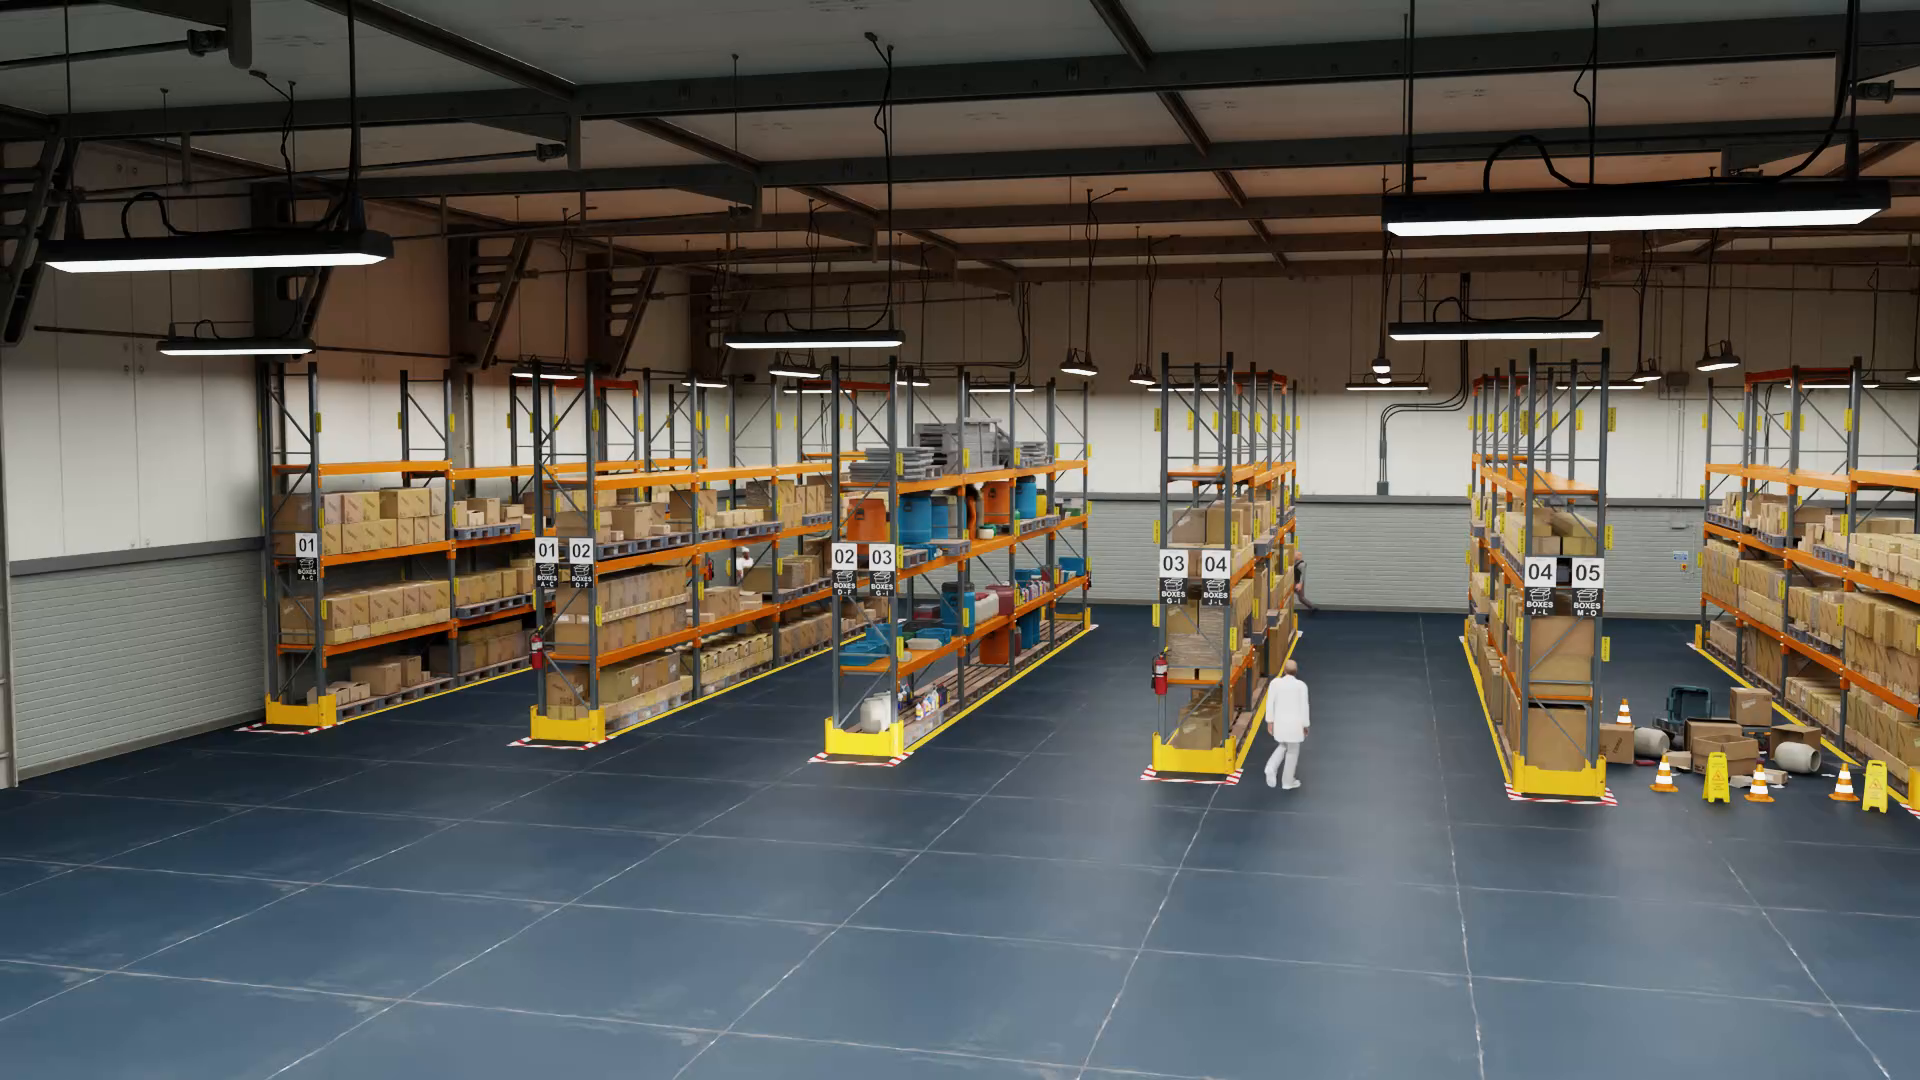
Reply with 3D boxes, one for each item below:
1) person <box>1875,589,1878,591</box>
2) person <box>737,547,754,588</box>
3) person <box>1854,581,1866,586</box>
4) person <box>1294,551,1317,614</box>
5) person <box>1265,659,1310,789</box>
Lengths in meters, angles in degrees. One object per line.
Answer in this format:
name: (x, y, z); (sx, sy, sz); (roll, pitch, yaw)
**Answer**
person: (18.625, 1.770, 34.101); (0.423, 1.689, 0.504); (2, 5, 30)
person: (-5.511, 1.068, 43.484); (0.587, 1.778, 0.628); (3, 5, 35)
person: (20.430, 1.450, 37.812); (0.522, 1.746, 0.533); (1, 4, 10)
person: (8.742, 1.135, 43.069); (0.983, 1.693, 0.605); (0, 4, -3)
person: (4.443, 2.508, 22.617); (0.604, 1.768, 0.566); (-3, 5, -40)
